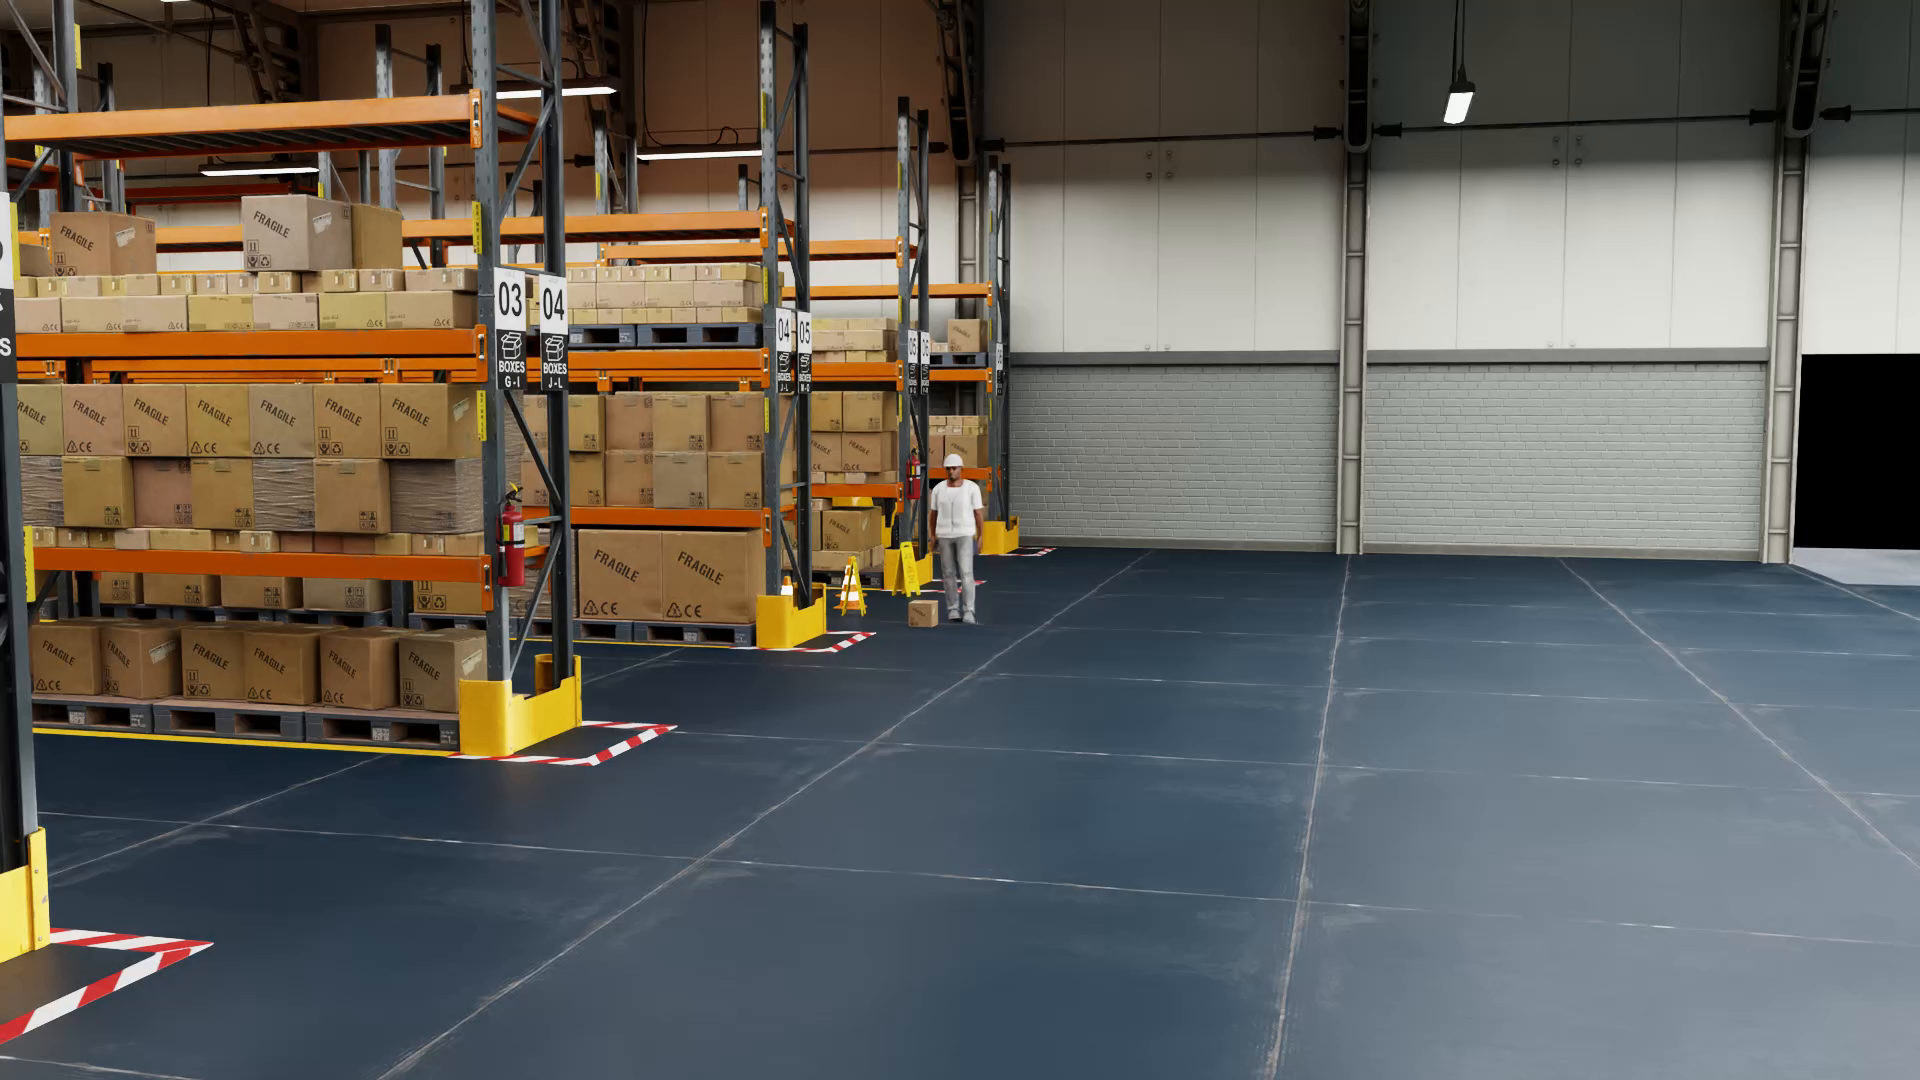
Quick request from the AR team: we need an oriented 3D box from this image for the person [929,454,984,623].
[{"bbox_3d":[-0.074,-0.021,17.561,0.596,1.768,0.585,1,5,14],"label":"person"}]
